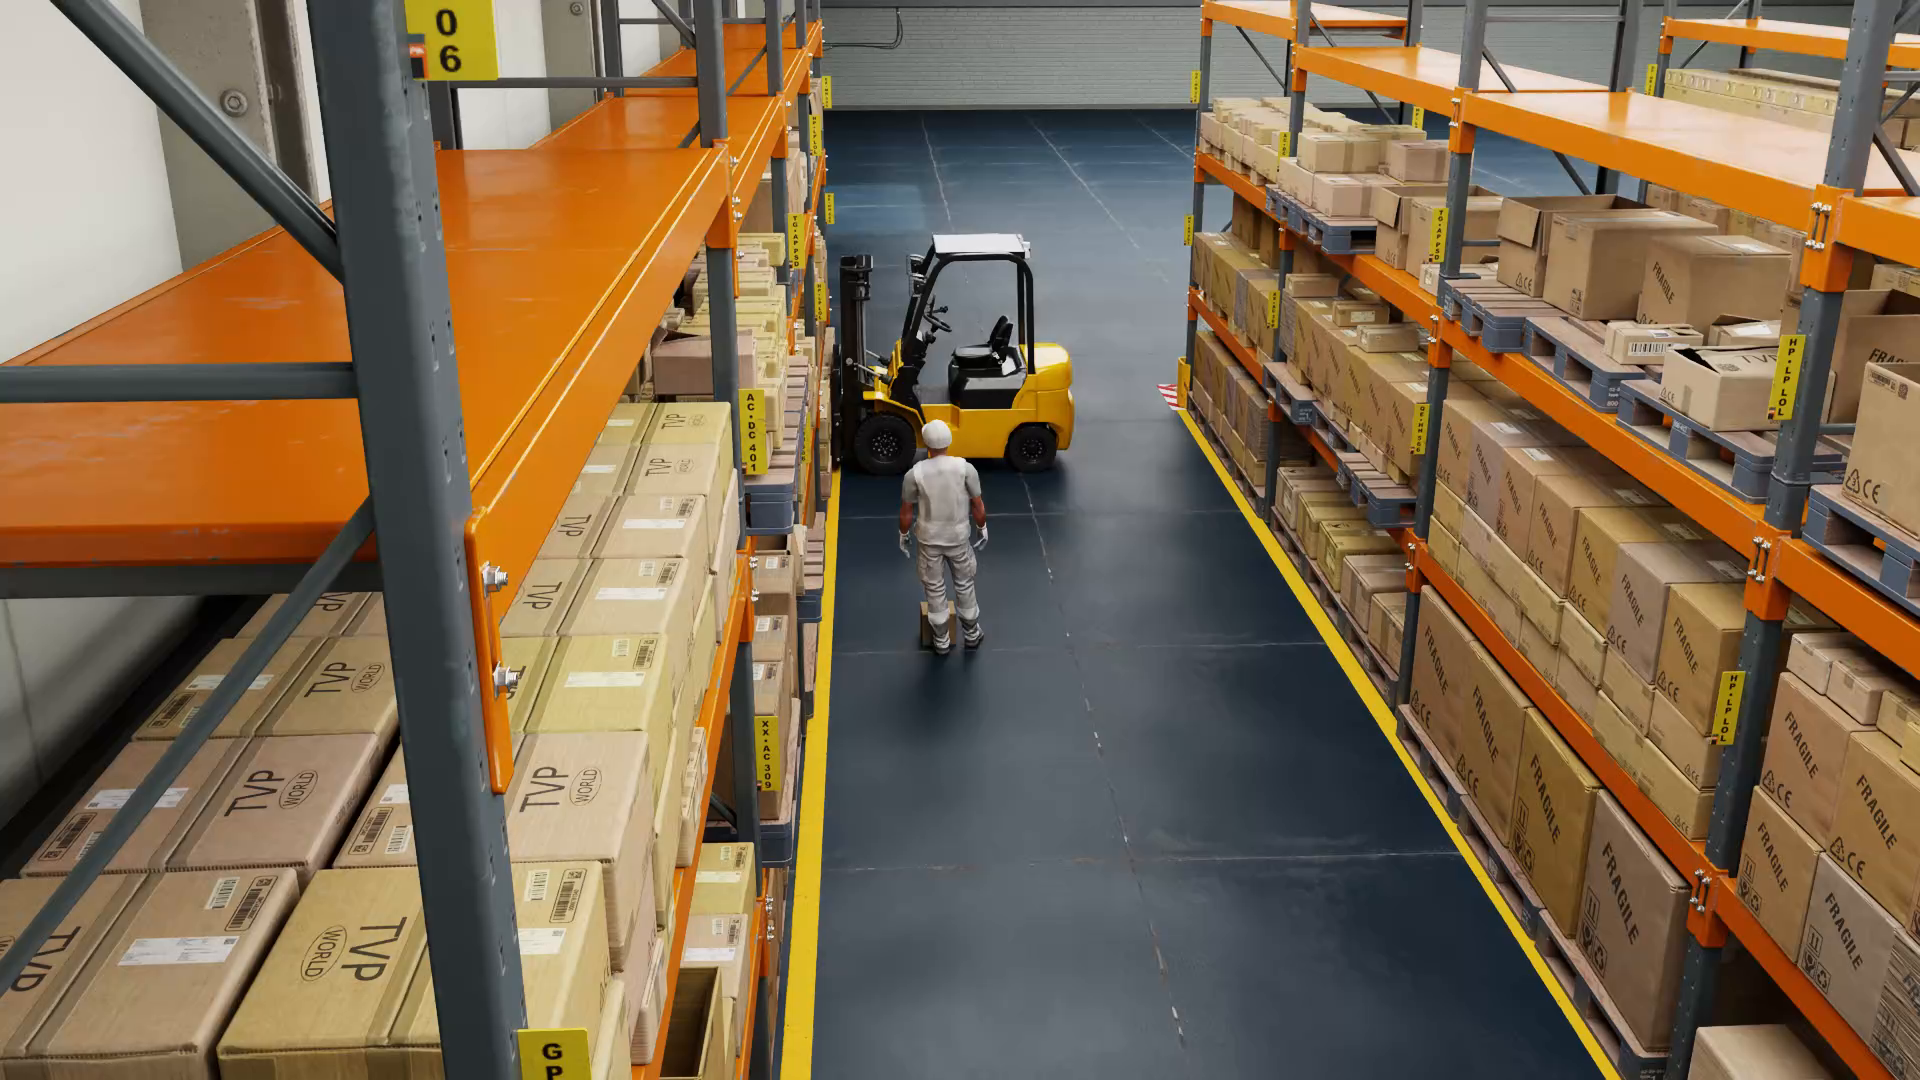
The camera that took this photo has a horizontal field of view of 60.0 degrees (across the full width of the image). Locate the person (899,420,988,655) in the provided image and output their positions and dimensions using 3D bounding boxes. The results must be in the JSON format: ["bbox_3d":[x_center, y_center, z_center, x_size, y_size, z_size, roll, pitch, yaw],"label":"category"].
[{"bbox_3d":[-0.121,-0.042,11.990,0.638,1.790,0.561,-1,20,-3],"label":"person"}]
